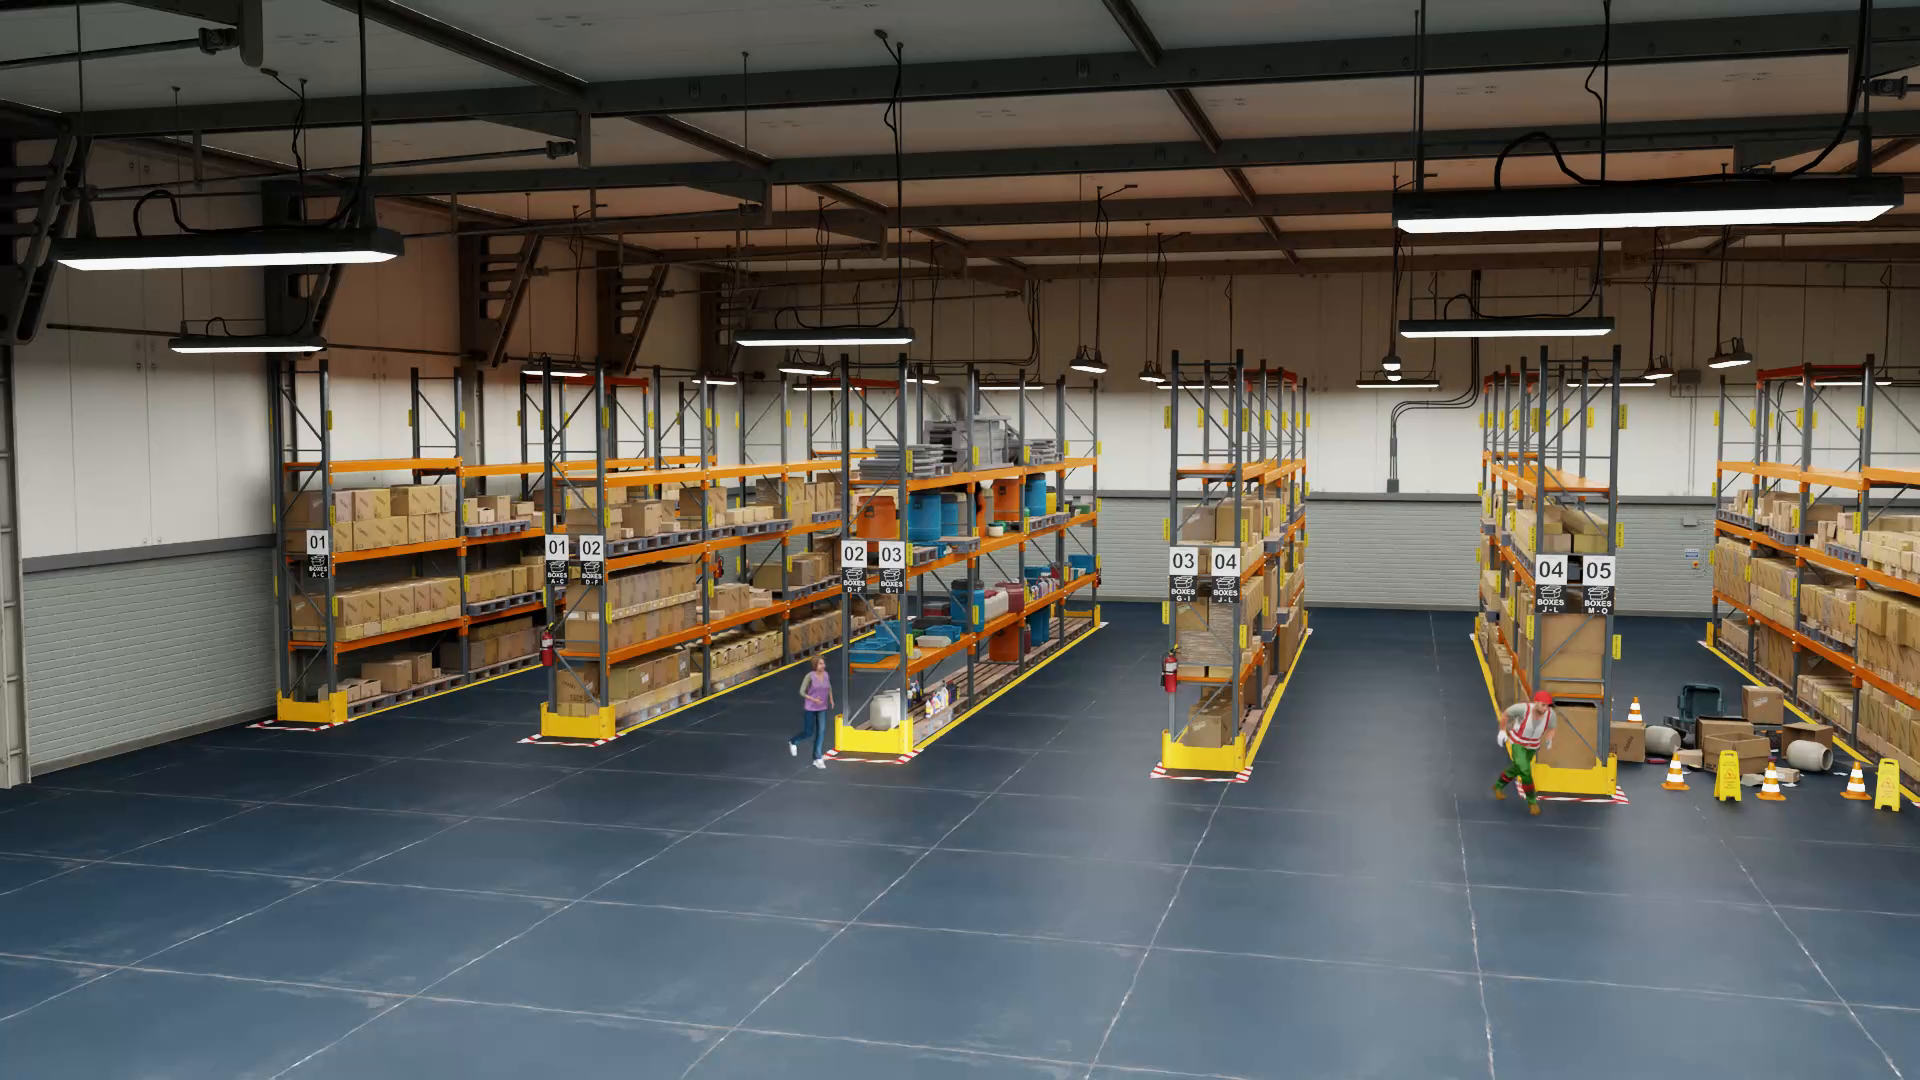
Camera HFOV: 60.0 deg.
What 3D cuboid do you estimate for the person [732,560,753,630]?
[{"bbox_3d":[-4.986,1.320,38.858,0.645,1.732,0.947,0,4,4],"label":"person"}]

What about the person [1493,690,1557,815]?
[{"bbox_3d":[7.247,2.662,21.406,0.674,1.591,1.151,-1,4,-8],"label":"person"}]

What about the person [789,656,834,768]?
[{"bbox_3d":[-2.100,2.476,24.234,0.583,1.584,0.815,-3,5,-34],"label":"person"}]
